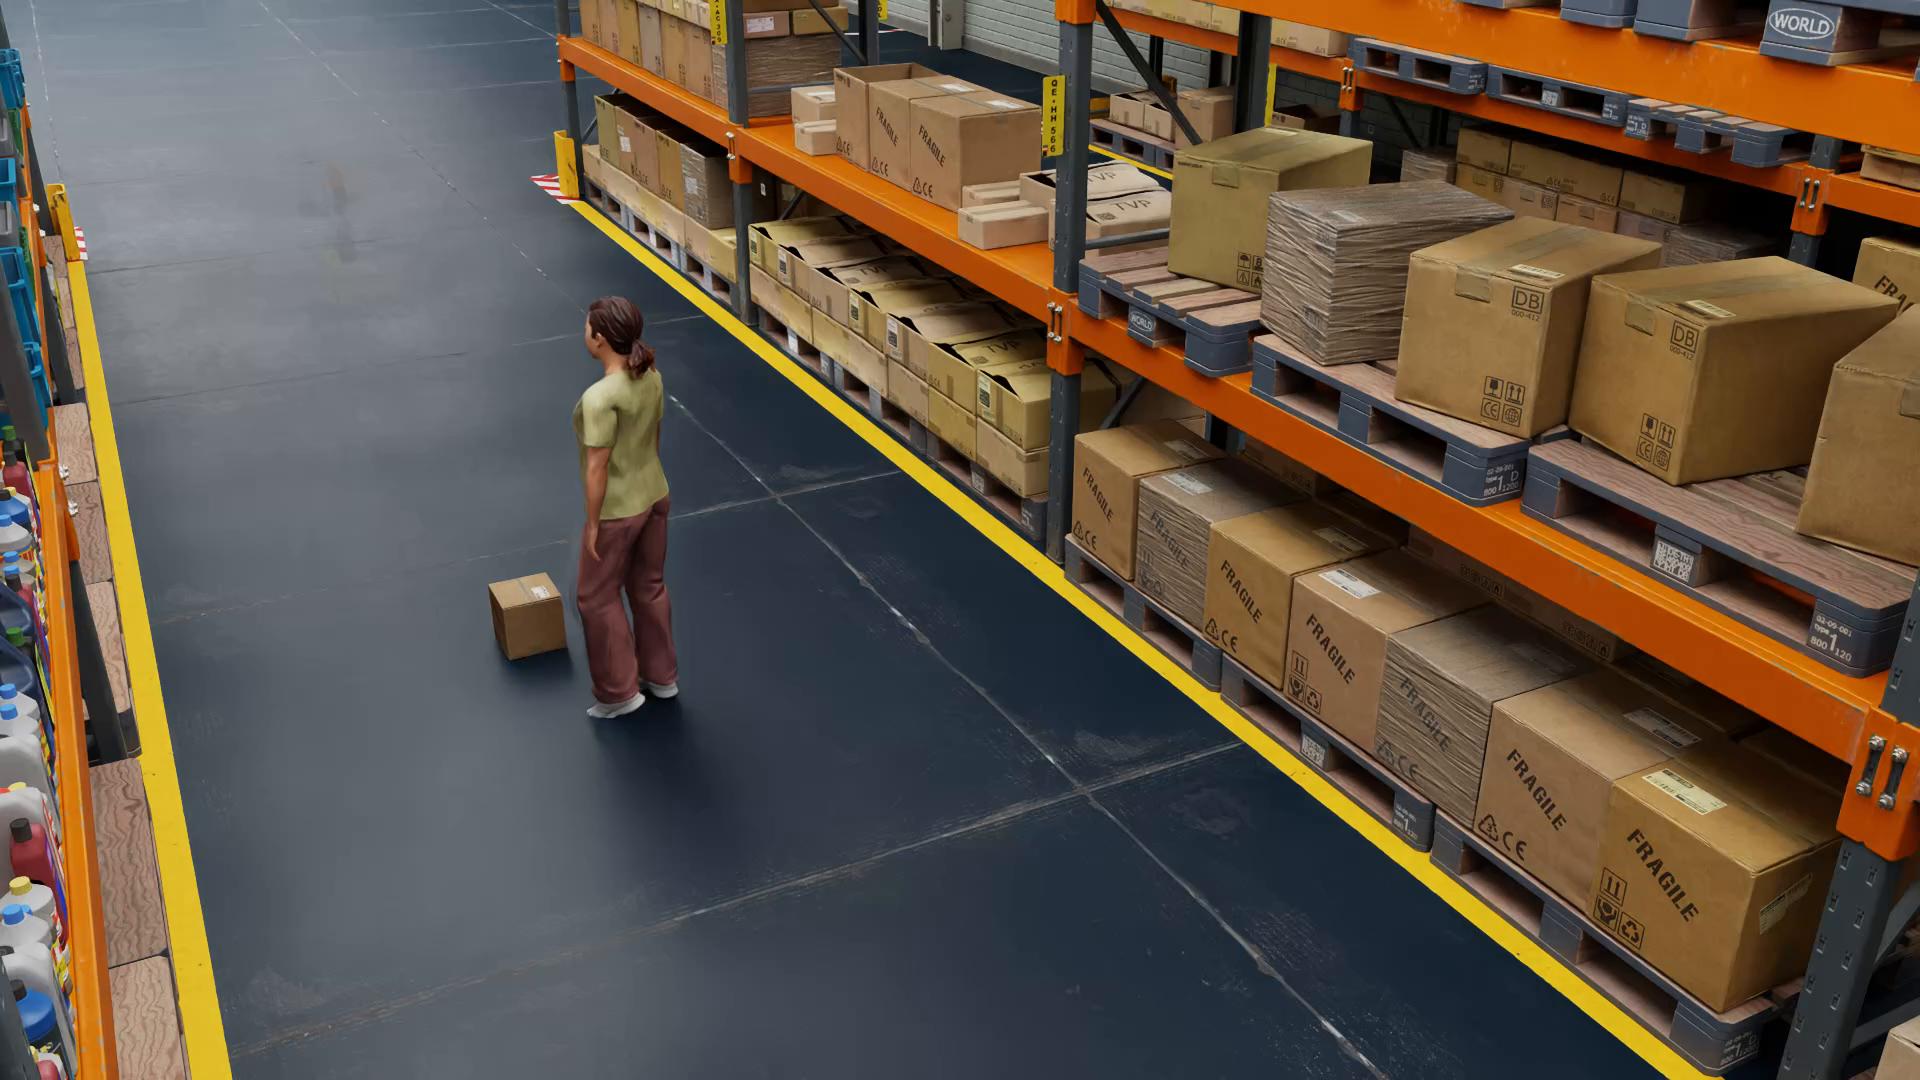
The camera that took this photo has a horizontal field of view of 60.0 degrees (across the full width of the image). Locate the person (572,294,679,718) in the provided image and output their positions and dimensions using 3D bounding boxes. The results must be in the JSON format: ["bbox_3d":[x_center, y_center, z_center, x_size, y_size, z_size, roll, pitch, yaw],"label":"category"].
[{"bbox_3d":[-1.286,-0.081,6.334,0.400,1.751,0.495,10,28,21],"label":"person"}]
